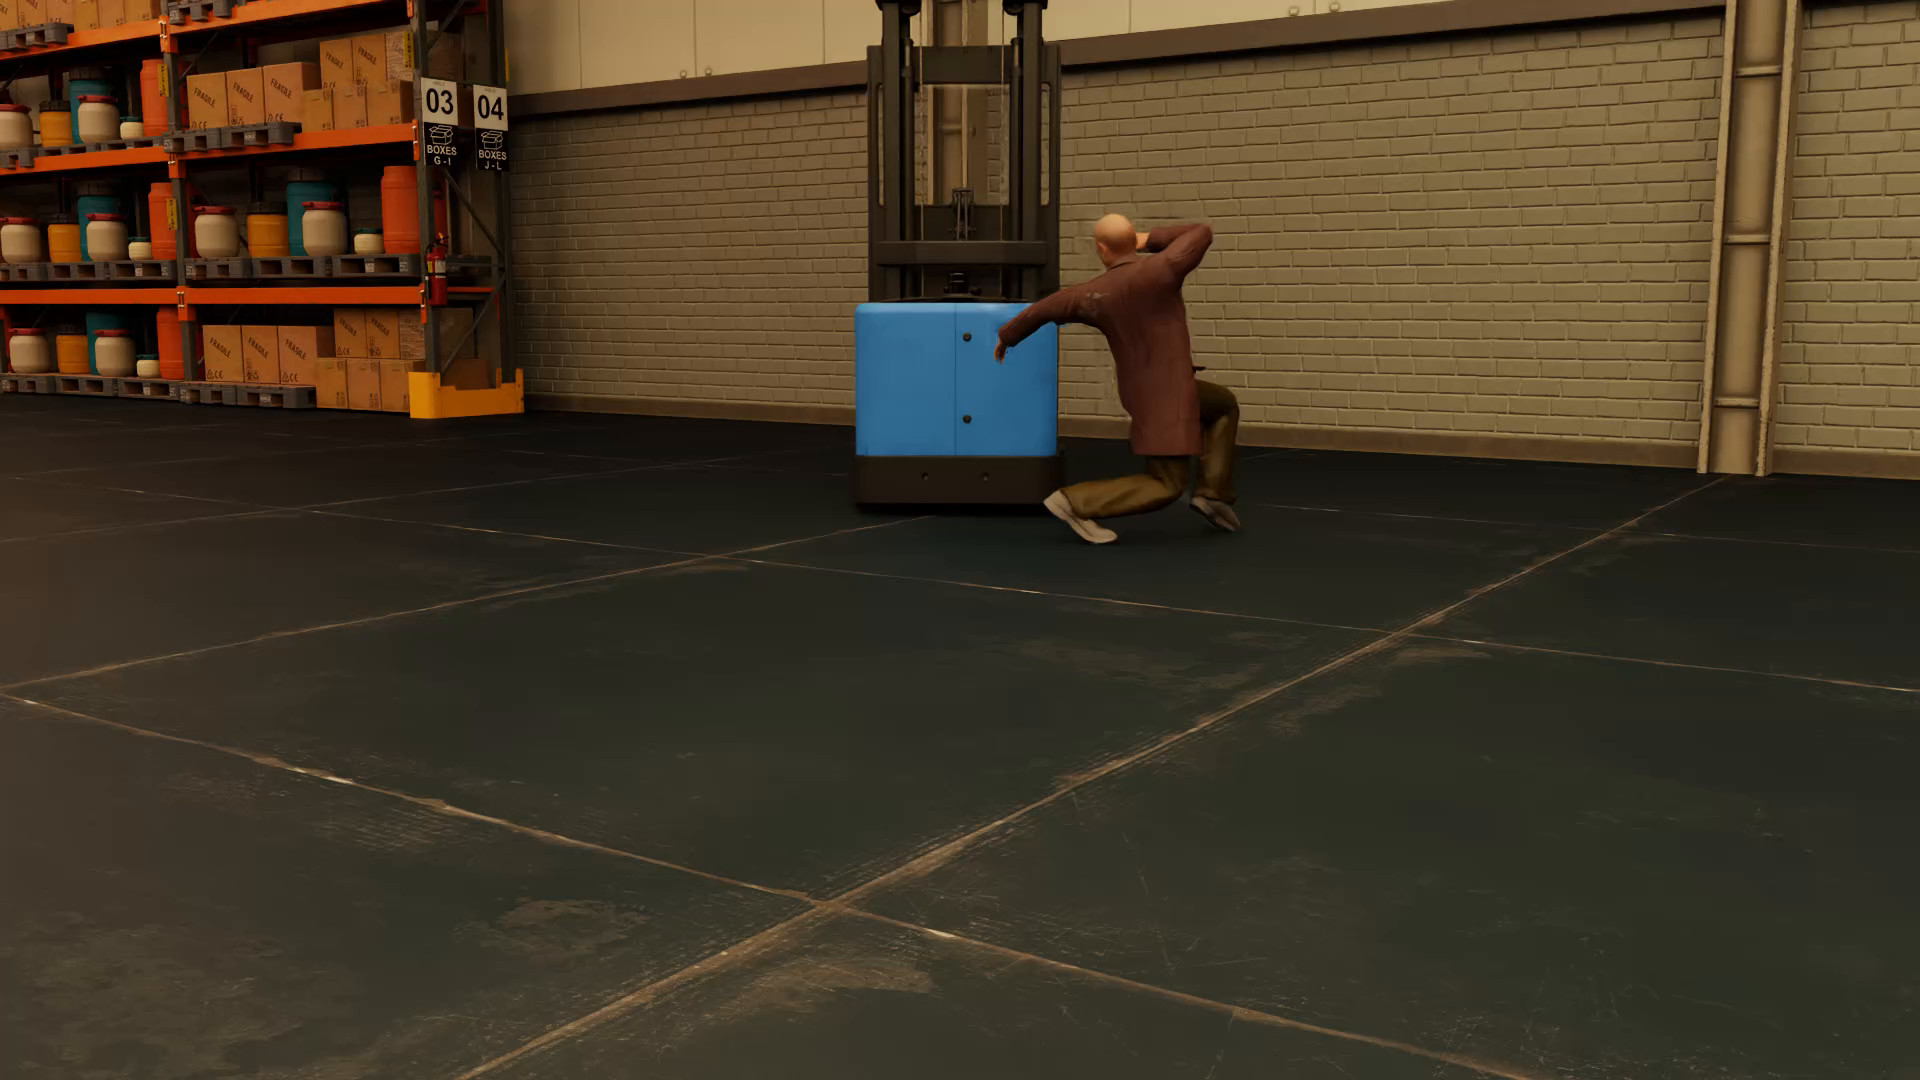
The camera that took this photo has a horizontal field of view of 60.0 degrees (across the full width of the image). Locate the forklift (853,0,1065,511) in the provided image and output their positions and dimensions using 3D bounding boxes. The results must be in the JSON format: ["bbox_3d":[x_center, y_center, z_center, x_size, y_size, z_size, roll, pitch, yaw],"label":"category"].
[{"bbox_3d":[0.032,-1.775,9.678,1.130,2.935,3.031,0,8,2],"label":"forklift"}]

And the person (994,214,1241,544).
[{"bbox_3d":[0.773,-0.754,7.741,1.030,1.473,1.044,-5,9,-29],"label":"person"}]
